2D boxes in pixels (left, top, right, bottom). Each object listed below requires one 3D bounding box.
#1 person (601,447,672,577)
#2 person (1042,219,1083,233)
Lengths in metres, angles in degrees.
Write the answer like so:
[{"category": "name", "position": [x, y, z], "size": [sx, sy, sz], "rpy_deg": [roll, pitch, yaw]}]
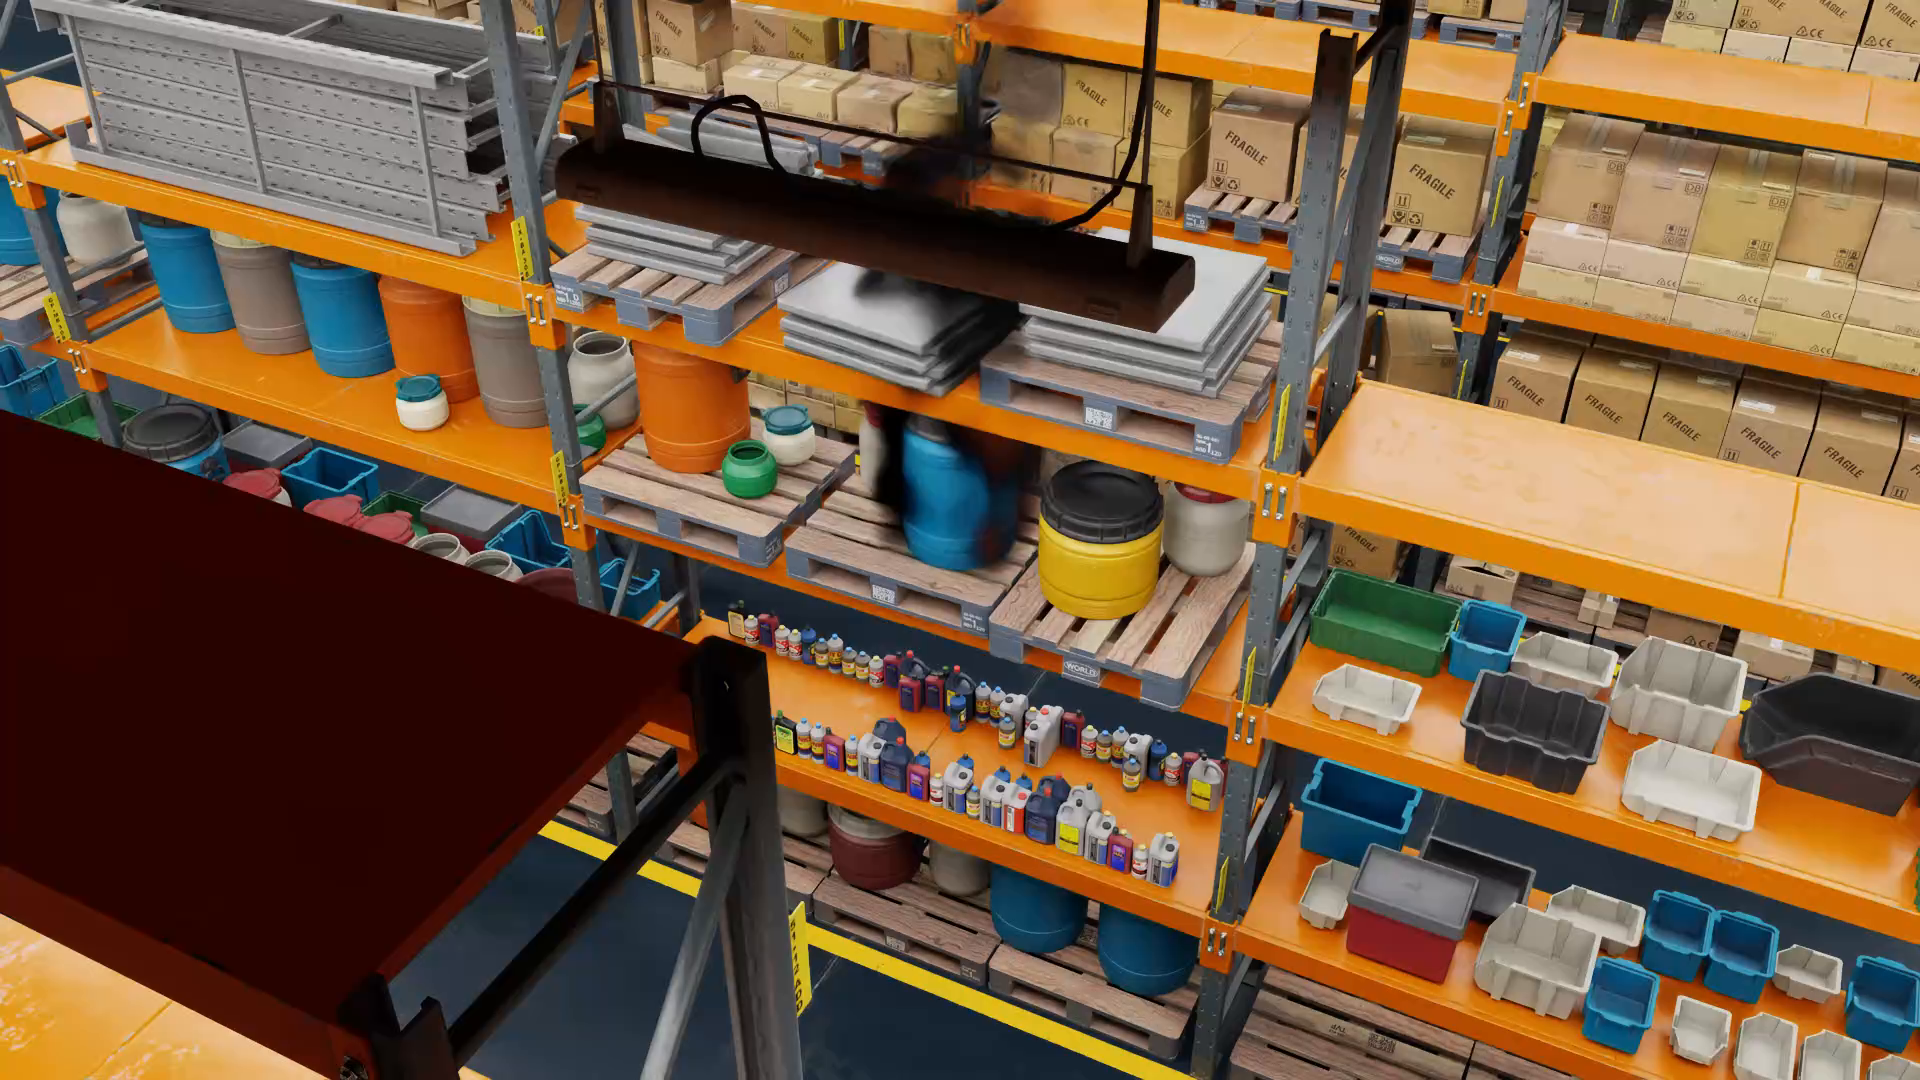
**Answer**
[{"category": "person", "position": [-2.532, -0.378, 12.915], "size": [0.758, 1.738, 0.699], "rpy_deg": [10, 36, 13]}, {"category": "person", "position": [0.976, -2.845, 16.319], "size": [0.915, 1.806, 0.644], "rpy_deg": [10, 36, 13]}]
